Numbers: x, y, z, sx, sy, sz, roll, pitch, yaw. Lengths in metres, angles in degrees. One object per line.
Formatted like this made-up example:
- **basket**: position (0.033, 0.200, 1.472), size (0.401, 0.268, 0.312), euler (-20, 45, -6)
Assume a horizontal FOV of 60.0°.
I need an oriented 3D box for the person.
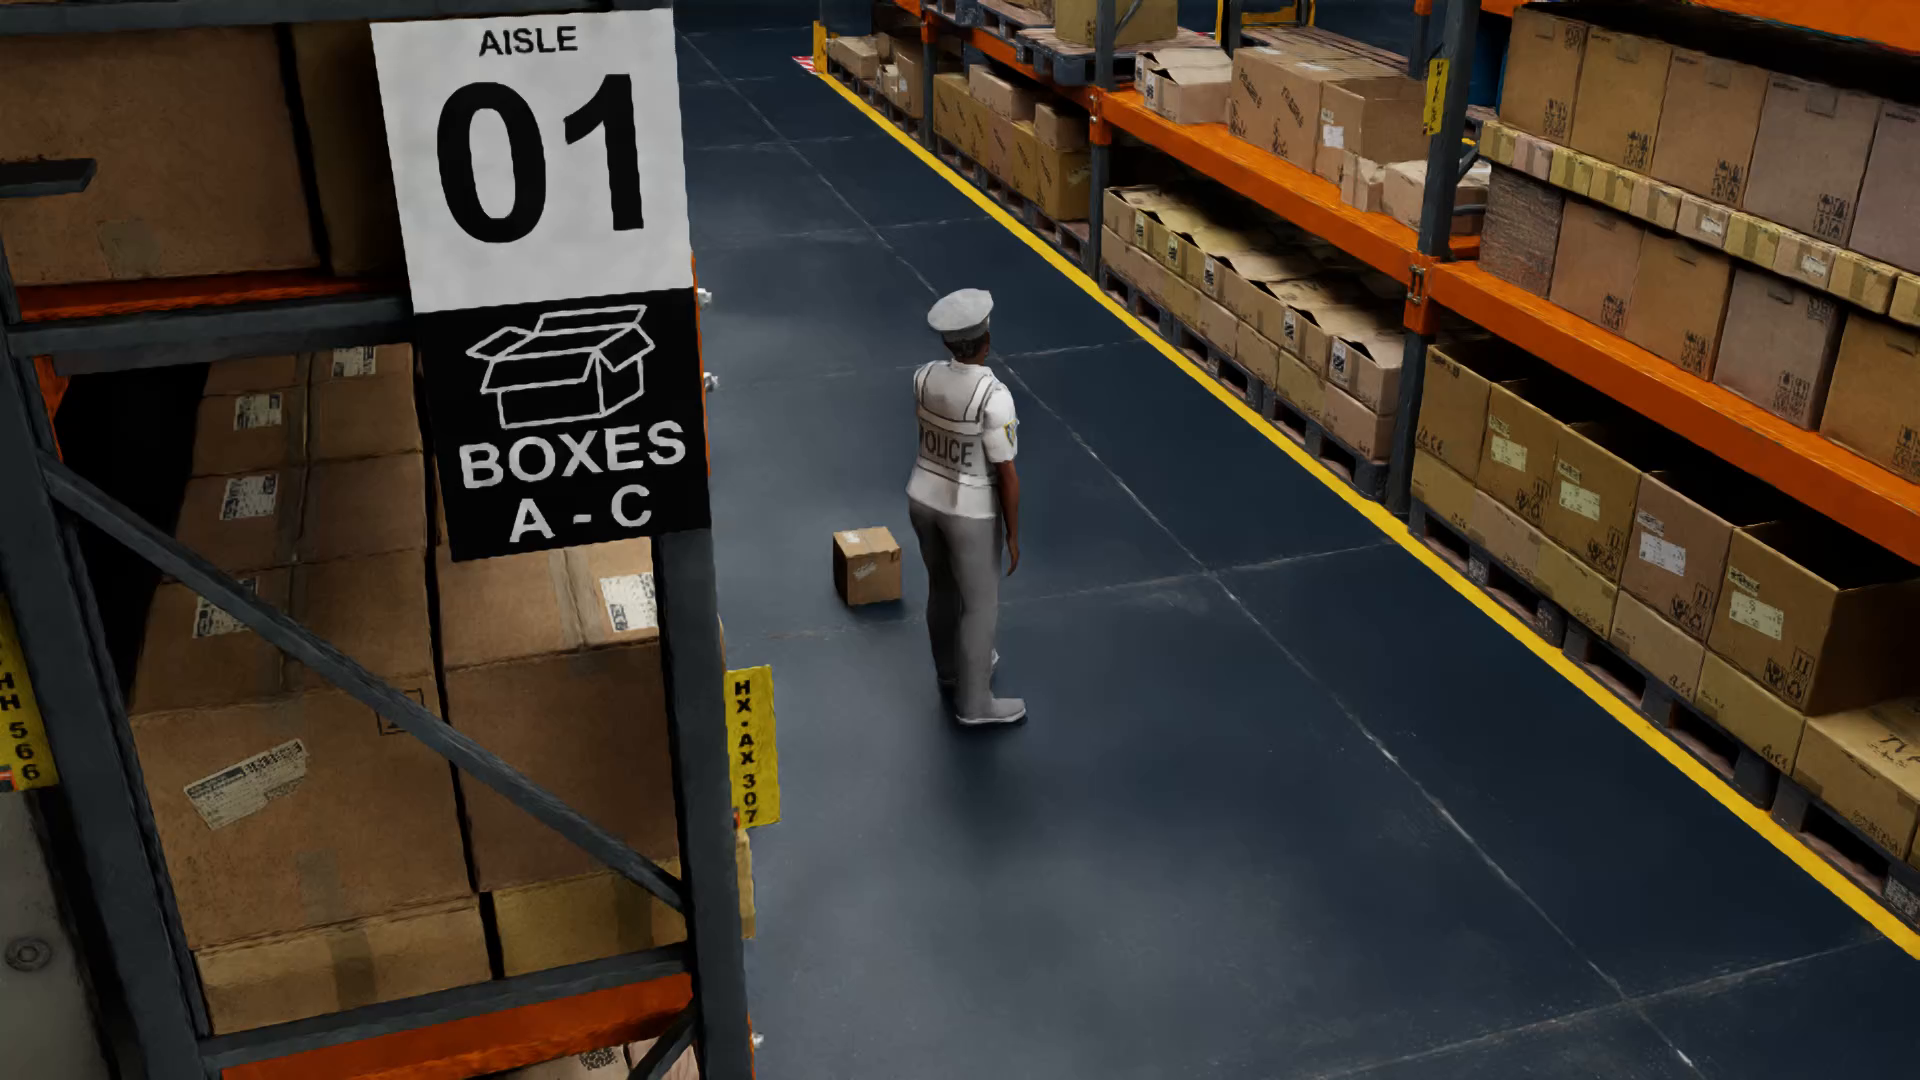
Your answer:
- **person**: position (0.071, -0.113, 6.293), size (0.508, 1.674, 0.484), euler (20, 33, 35)
